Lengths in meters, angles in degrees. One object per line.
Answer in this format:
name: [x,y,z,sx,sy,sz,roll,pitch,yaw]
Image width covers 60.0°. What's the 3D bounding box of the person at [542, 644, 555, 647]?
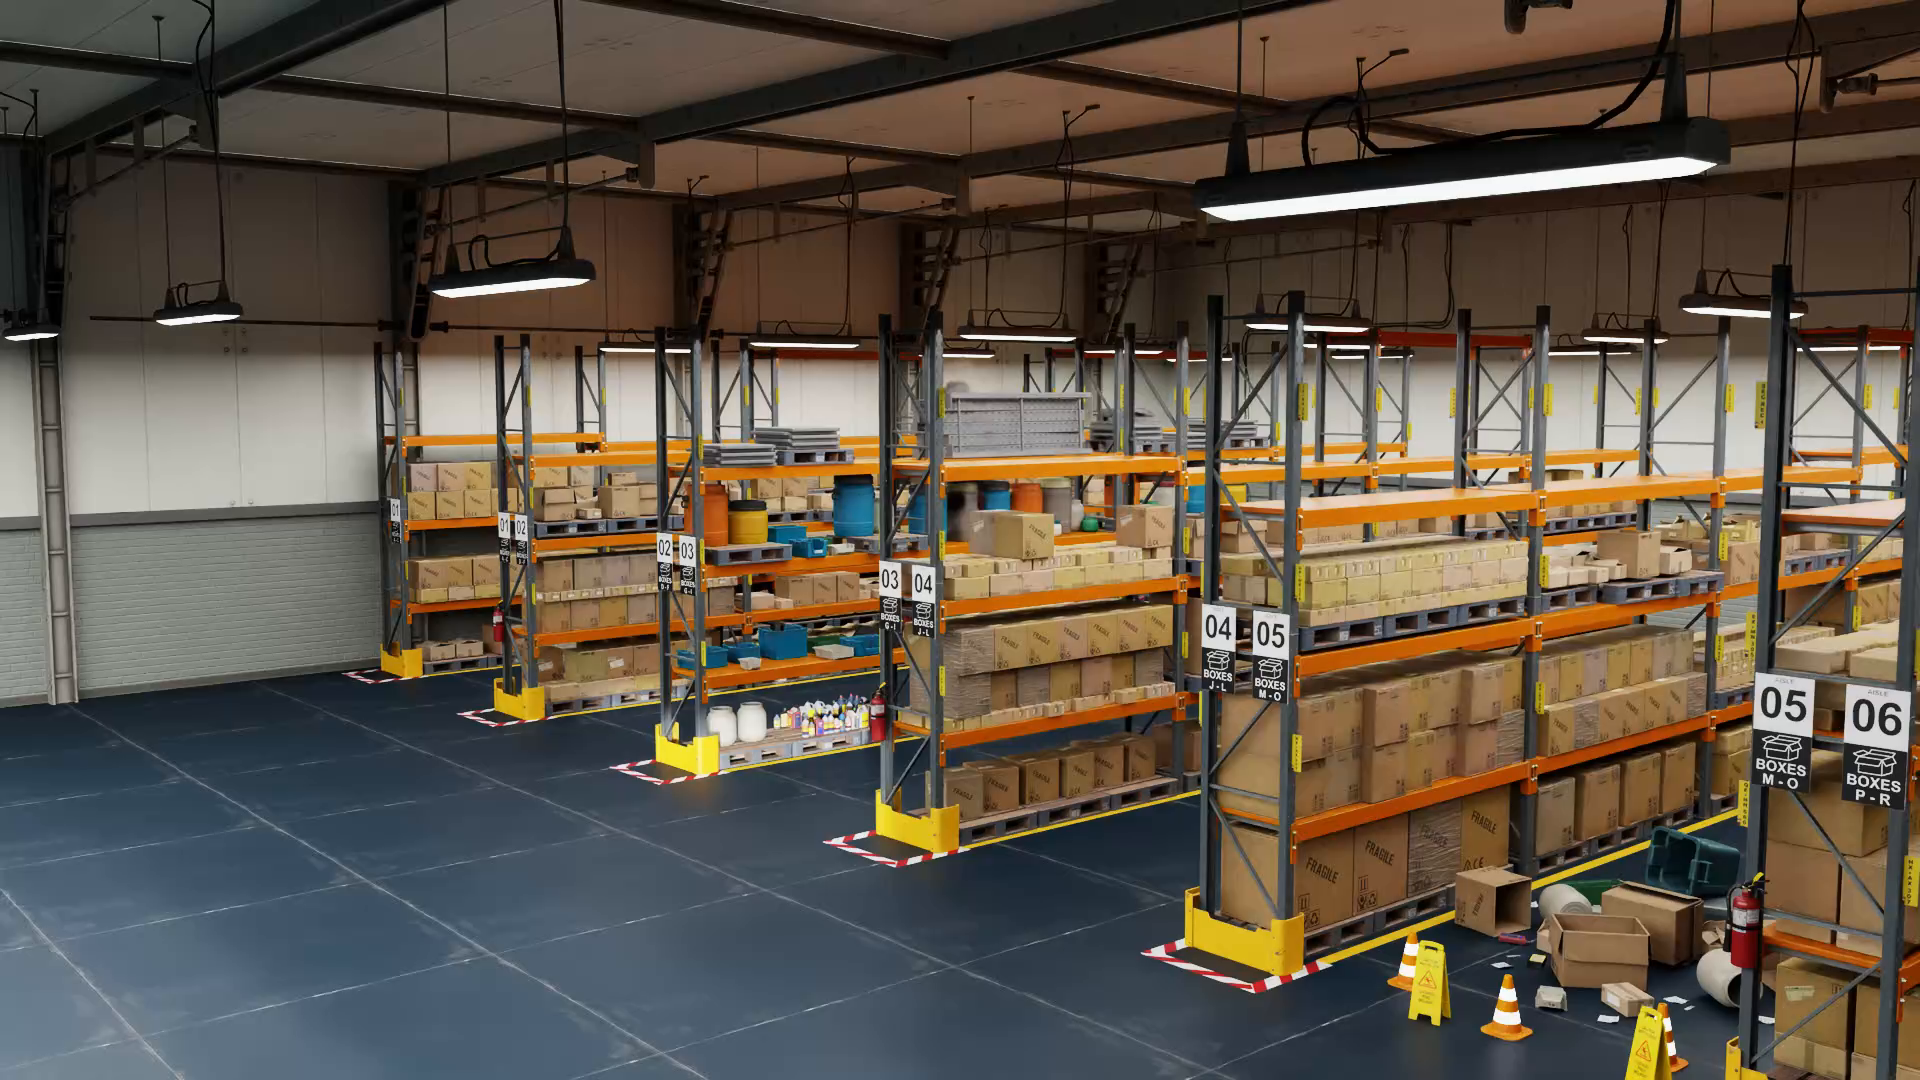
person: [-7.336,1.743,28.961,0.693,1.590,0.826,1,5,13]
